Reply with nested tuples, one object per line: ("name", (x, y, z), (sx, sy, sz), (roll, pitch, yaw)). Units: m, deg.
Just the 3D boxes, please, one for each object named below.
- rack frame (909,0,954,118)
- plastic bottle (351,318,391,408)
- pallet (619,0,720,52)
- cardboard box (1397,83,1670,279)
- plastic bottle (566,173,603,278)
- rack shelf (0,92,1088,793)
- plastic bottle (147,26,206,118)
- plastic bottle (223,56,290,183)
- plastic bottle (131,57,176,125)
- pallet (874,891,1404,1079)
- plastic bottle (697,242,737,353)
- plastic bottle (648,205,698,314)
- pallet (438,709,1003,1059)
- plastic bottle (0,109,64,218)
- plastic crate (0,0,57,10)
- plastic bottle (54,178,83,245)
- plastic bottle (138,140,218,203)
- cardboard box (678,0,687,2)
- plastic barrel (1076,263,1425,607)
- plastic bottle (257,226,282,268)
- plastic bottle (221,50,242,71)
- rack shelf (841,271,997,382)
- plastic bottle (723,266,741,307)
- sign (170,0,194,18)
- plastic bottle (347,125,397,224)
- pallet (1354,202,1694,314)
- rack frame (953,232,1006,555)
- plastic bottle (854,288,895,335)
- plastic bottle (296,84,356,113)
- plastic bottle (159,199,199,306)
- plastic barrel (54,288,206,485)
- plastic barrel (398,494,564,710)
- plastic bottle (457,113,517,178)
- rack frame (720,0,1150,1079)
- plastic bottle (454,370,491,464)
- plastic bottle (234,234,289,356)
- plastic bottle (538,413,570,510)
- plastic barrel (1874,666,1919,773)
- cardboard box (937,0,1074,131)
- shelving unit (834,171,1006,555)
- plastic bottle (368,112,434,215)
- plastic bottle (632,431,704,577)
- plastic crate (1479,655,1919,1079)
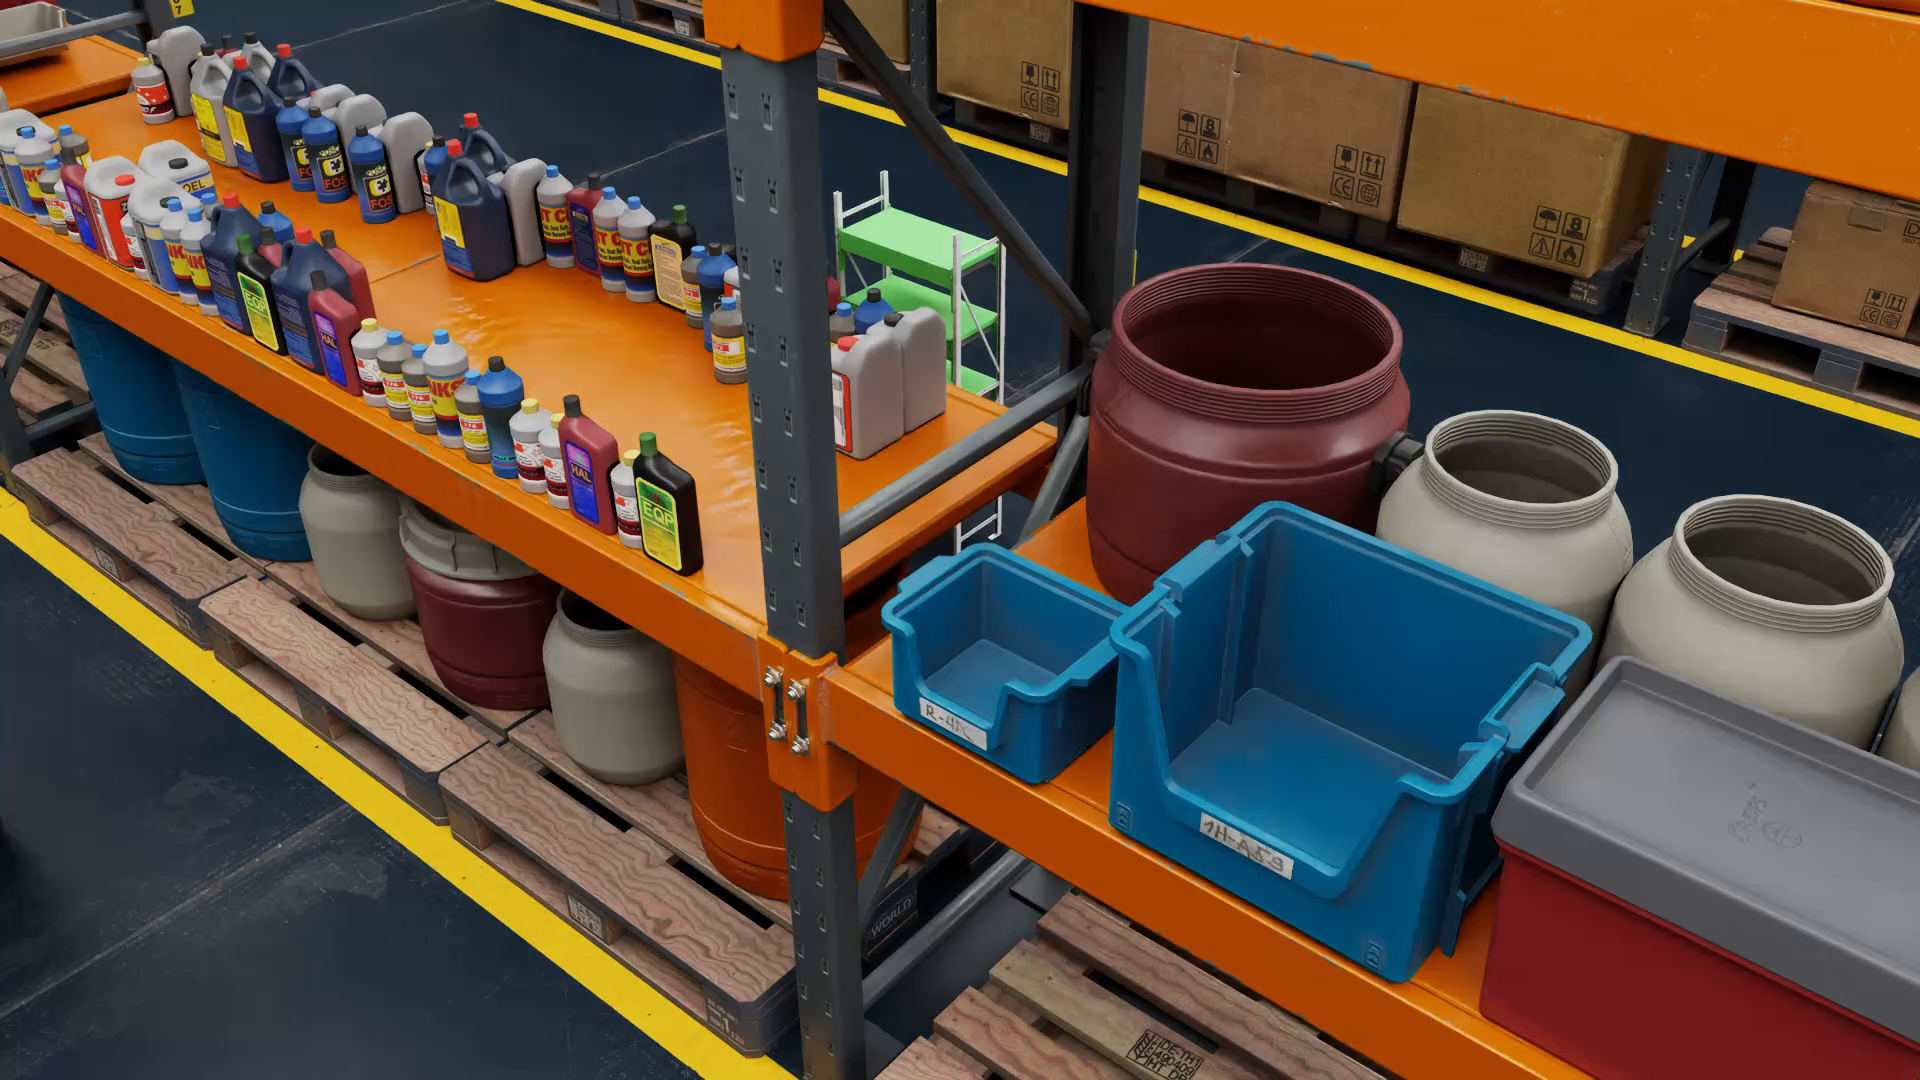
("rack frame", (0.095, -3.765, 8.582), (0.127, 3.000, 1.000), (25, 42, 32))
("plastic bottle", (-1.362, -0.420, 3.888), (0.097, 0.201, 0.097), (0, 34, 0))
("pallet", (-1.381, -3.366, 10.466), (1.213, 0.211, 1.003), (25, 42, 32))
("cardboard box", (2.652, -1.872, 7.332), (0.875, 0.875, 1.225), (23, 41, 30))
("plastic bottle", (-0.984, -0.849, 4.439), (0.133, 0.283, 0.061), (25, 42, 32))
("rack shelf", (-1.537, -0.589, 4.593), (4.000, 0.370, 1.077), (25, 42, 32))
("plastic bottle", (-2.564, -1.557, 5.477), (0.135, 0.276, 0.152), (25, 42, 32))
("plastic bottle", (-2.108, -1.269, 4.992), (0.185, 0.351, 0.144), (25, 42, 32))
("plastic bottle", (-2.630, -1.465, 5.409), (0.097, 0.201, 0.097), (0, 34, 0))
("pallet", (0.571, 1.286, 3.691), (1.213, 0.211, 1.003), (25, 42, 32))
("plastic bottle", (-0.591, -0.600, 4.088), (0.097, 0.271, 0.097), (0, 34, 0))
("plastic bottle", (-0.732, -0.730, 4.266), (0.133, 0.283, 0.061), (25, 42, 32))
("pallet", (-0.632, 0.721, 4.514), (1.213, 0.211, 1.003), (25, 42, 32))
("plastic bottle", (-2.681, -1.093, 4.801), (0.135, 0.276, 0.152), (25, 42, 32))
("plastic crate", (-3.599, -2.094, 6.039), (0.583, 0.464, 0.402), (25, 42, 32))
("plastic bottle", (-2.459, -0.938, 4.641), (0.097, 0.201, 0.097), (0, 34, 0))
("plastic bottle", (-2.153, -0.956, 4.602), (0.135, 0.276, 0.152), (25, 42, 32))
("cardboard box", (-1.736, -3.984, 10.408), (0.875, 0.875, 0.875), (25, 42, 32))
("plastic barrel", (0.551, -0.181, 3.244), (0.708, 0.536, 0.600), (25, 42, 32))
("plastic bottle", (-1.668, -0.630, 4.120), (0.133, 0.283, 0.061), (25, 42, 32))
("plastic bottle", (-2.283, -1.424, 5.284), (0.135, 0.276, 0.152), (25, 42, 32))
("rack shelf", (-0.127, -0.700, 5.398), (0.480, 0.148, 0.258), (25, 42, 32))
("plastic bottle", (-0.481, -0.575, 4.047), (0.135, 0.276, 0.152), (25, 42, 32))
("sign", (-2.720, -1.963, 5.714), (0.005, 0.325, 0.100), (25, 42, 32))
("plastic bottle", (-1.680, -1.046, 4.737), (0.097, 0.271, 0.097), (0, 34, 0))
("pallet", (2.612, -1.485, 7.726), (1.213, 0.211, 1.003), (25, 42, 32))
("rack frame", (0.060, -0.466, 5.369), (0.015, 1.200, 0.240), (25, 42, 32))
("plastic bottle", (-0.197, -0.459, 3.883), (0.097, 0.271, 0.097), (0, 34, 0))
("plastic bottle", (-1.896, -1.242, 5.018), (0.135, 0.276, 0.152), (25, 42, 32))
("plastic bottle", (-2.000, -0.750, 4.306), (0.097, 0.271, 0.097), (0, 34, 0))
("plastic barrel", (-2.667, -0.714, 5.622), (0.708, 0.901, 0.600), (25, 42, 32))
("plastic barrel", (-1.254, 0.081, 4.741), (0.708, 0.588, 0.600), (25, 42, 32))
("plastic bottle", (-1.311, -1.000, 4.600), (0.185, 0.351, 0.144), (25, 42, 32))
("rack frame", (0.000, -0.161, 3.335), (0.127, 3.000, 1.000), (25, 42, 32))
("plastic bottle", (-1.062, -0.279, 3.682), (0.097, 0.201, 0.097), (0, 34, 0))
("plastic bottle", (-1.706, -0.603, 4.082), (0.133, 0.283, 0.061), (25, 42, 32))
("plastic bottle", (-0.838, -0.173, 3.528), (0.097, 0.201, 0.097), (0, 34, 0))
("plastic barrel", (1.583, 0.367, 2.445), (0.433, 0.535, 0.433), (0, 34, 0))
("cardboard box", (0.600, -2.839, 8.740), (0.875, 0.875, 1.225), (25, 42, 32))
("shelving unit", (-0.127, -0.555, 5.498), (0.503, 1.200, 0.258), (25, 42, 32))
("plastic bottle", (-1.614, -1.109, 4.825), (0.135, 0.276, 0.152), (25, 42, 32))
("plastic bottle", (-0.584, -0.074, 3.311), (0.133, 0.283, 0.061), (25, 42, 32))
("plastic crate", (1.046, 0.531, 2.271), (0.583, 0.464, 0.402), (25, 42, 32))
